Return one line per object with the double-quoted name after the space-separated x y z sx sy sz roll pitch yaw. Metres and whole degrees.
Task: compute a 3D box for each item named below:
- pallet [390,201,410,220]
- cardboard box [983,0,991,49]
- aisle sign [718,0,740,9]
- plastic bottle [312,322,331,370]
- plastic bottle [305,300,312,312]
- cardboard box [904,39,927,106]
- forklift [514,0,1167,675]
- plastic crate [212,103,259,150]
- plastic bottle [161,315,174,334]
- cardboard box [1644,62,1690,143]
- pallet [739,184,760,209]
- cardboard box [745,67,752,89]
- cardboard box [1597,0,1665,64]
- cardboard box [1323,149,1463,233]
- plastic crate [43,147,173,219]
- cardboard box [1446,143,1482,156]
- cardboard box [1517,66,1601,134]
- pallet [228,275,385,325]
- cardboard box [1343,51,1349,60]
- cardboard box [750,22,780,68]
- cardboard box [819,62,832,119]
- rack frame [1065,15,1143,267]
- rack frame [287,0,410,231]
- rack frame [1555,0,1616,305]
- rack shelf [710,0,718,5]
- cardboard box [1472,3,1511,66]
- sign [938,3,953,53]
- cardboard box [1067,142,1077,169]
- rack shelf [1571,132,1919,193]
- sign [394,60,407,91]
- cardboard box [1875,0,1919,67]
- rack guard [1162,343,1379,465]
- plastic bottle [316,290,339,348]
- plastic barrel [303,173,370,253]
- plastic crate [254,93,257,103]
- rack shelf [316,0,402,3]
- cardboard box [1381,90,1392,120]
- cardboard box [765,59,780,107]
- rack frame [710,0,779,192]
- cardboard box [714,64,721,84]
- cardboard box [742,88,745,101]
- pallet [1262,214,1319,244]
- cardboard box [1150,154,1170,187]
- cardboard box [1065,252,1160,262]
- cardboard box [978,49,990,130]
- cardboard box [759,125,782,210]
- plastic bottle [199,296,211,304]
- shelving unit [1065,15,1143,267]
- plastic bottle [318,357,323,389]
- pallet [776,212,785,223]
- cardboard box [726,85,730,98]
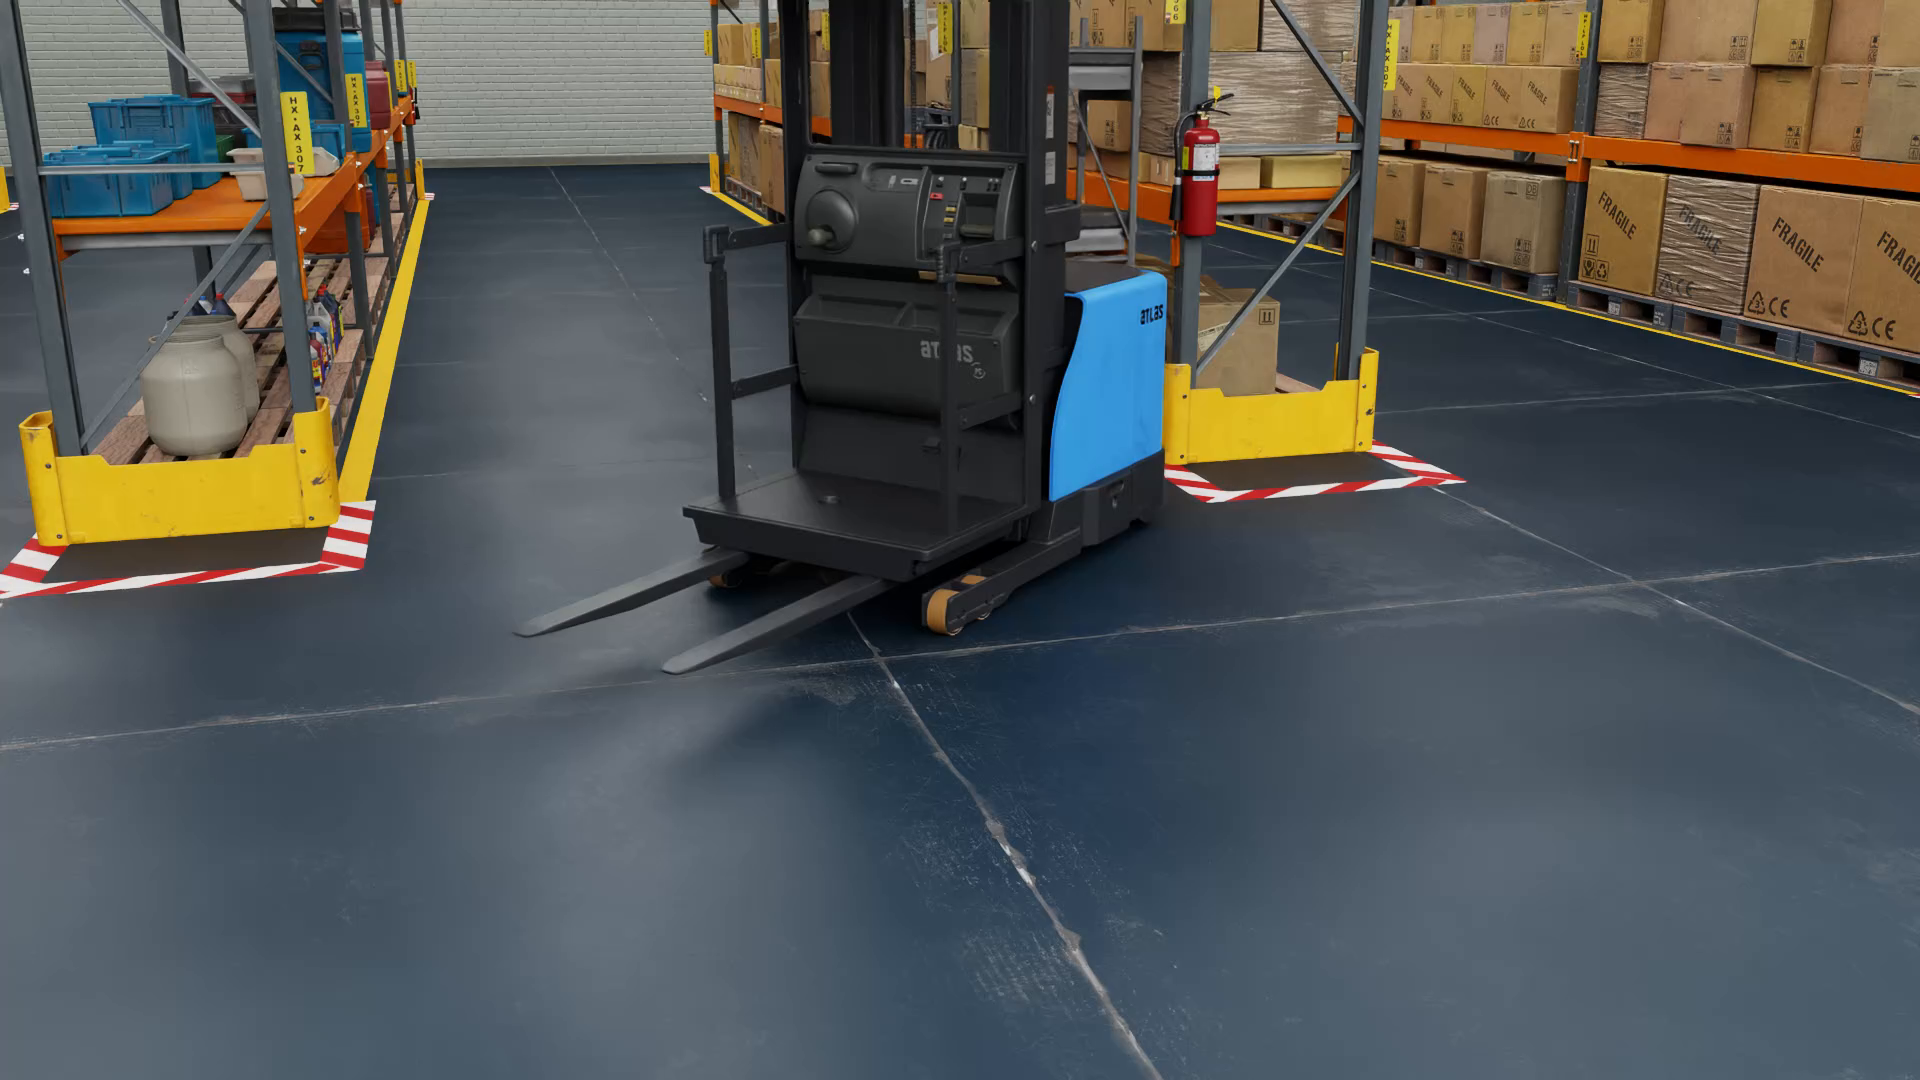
-6.765 -3.666 18.790 1.003 0.211 1.213 -5 17 -15 "pallet"
0.453 -3.366 10.516 0.500 0.500 0.500 -5 17 -15 "cardboard box"
-3.171 -7.540 22.322 0.394 0.787 0.004 -5 17 -15 "aisle sign"
-3.604 -1.091 9.347 0.097 0.271 0.097 0 17 0 "plastic bottle"
-4.012 -1.364 10.117 0.144 0.351 0.185 -5 17 -15 "plastic bottle"
-0.130 -3.703 13.155 0.797 0.503 0.637 -3 17 -10 "cardboard box"
-0.319 -1.219 5.915 1.130 2.935 3.031 10 19 30 "forklift"
-4.306 -2.404 9.848 0.767 0.338 0.504 -5 17 -15 "plastic crate"
-4.284 -1.053 9.084 0.144 0.351 0.185 -4 17 -13 "plastic bottle"
5.518 -3.164 12.012 0.875 0.550 0.550 -5 17 -15 "cardboard box"
-2.236 -4.412 21.273 1.003 0.211 1.213 -5 17 -15 "pallet"
-2.282 -5.508 19.817 0.500 0.250 0.500 -4 17 -14 "cardboard box"
5.300 -3.828 12.345 0.875 0.550 0.550 -5 17 -15 "cardboard box"
4.213 -3.399 16.233 1.050 0.750 0.750 -5 17 -16 "cardboard box"
-3.653 -1.525 7.075 0.499 0.251 0.616 -5 17 -15 "plastic crate"
7.449 -5.380 23.372 0.875 0.438 0.875 -5 17 -17 "cardboard box"
4.831 -3.515 13.267 0.500 0.500 0.500 -5 17 -16 "cardboard box"
-4.919 -1.805 12.594 1.003 0.211 1.213 -5 17 -15 "pallet"
4.116 -5.034 17.168 0.380 0.149 0.250 -5 17 -17 "cardboard box"
-2.147 -5.729 19.249 0.500 0.500 0.500 -4 17 -14 "cardboard box"
-1.038 -4.251 15.717 0.500 0.500 0.500 -4 17 -14 "cardboard box"
0.608 -1.257 7.455 0.400 2.100 0.015 -7 17 -24 "rack frame"
-6.526 -4.801 17.722 1.000 3.000 0.127 -5 17 -15 "rack frame"
5.232 -3.344 12.871 1.000 3.000 0.127 -5 17 -15 "rack frame"
-2.313 -6.838 20.539 1.077 0.370 4.000 -5 17 -15 "rack shelf"
4.808 -4.290 14.107 0.700 0.500 0.500 -5 17 -15 "cardboard box"
-0.098 -3.490 11.342 0.100 0.325 0.005 -5 17 -15 "sign"
0.744 -2.222 9.573 0.380 0.149 0.250 -5 17 -15 "cardboard box"
5.782 -2.446 11.133 1.077 0.370 4.000 -5 17 -15 "rack shelf"
-5.996 -4.977 17.825 0.100 0.325 0.005 -5 17 -15 "sign"
6.027 -3.077 9.845 0.875 0.550 0.550 -5 17 -15 "cardboard box"
1.514 -0.697 8.405 1.175 0.500 0.348 -5 17 -15 "rack guard"
-3.820 -1.322 9.979 0.144 0.351 0.185 -6 18 -18 "plastic bottle"
-5.577 -2.991 14.736 0.600 0.830 0.708 -5 17 -15 "plastic barrel"
-4.929 -2.861 11.291 0.392 0.384 0.575 -5 17 -15 "plastic crate"
-7.075 -6.446 19.235 1.077 0.370 4.000 -5 17 -15 "rack shelf"
4.139 -4.212 15.588 0.500 0.500 0.500 -5 17 -16 "cardboard box"
-1.877 -5.094 18.521 0.500 0.500 0.500 -5 17 -15 "cardboard box"
-2.863 -6.299 22.709 1.000 3.000 0.127 -5 17 -15 "rack frame"
-2.990 -6.216 22.174 0.500 0.250 0.500 -5 17 -17 "cardboard box"
-2.445 -5.416 20.203 0.380 0.149 0.250 -4 17 -14 "cardboard box"
3.919 -3.331 17.675 1.003 0.211 1.213 -5 17 -15 "pallet"
1.189 -1.885 8.450 0.380 0.149 0.250 -5 17 -15 "cardboard box"
0.917 -1.547 10.502 0.500 0.500 0.500 -6 18 -20 "cardboard box"
0.603 -2.900 10.701 0.875 0.500 0.500 -5 17 -15 "cardboard box"
-1.568 -4.201 18.686 1.225 0.875 0.875 -5 17 -15 "cardboard box"
-4.661 -1.370 10.275 0.097 0.271 0.097 0 17 0 "plastic bottle"
0.505 -1.317 7.667 0.431 2.100 0.503 -7 17 -24 "shelving unit"
-3.455 -0.907 8.858 0.097 0.201 0.097 0 17 0 "plastic bottle"
-1.479 -3.650 18.736 1.003 0.211 1.213 -5 17 -15 "pallet"
-2.798 -5.771 21.385 0.380 0.149 0.250 -5 17 -16 "cardboard box"
